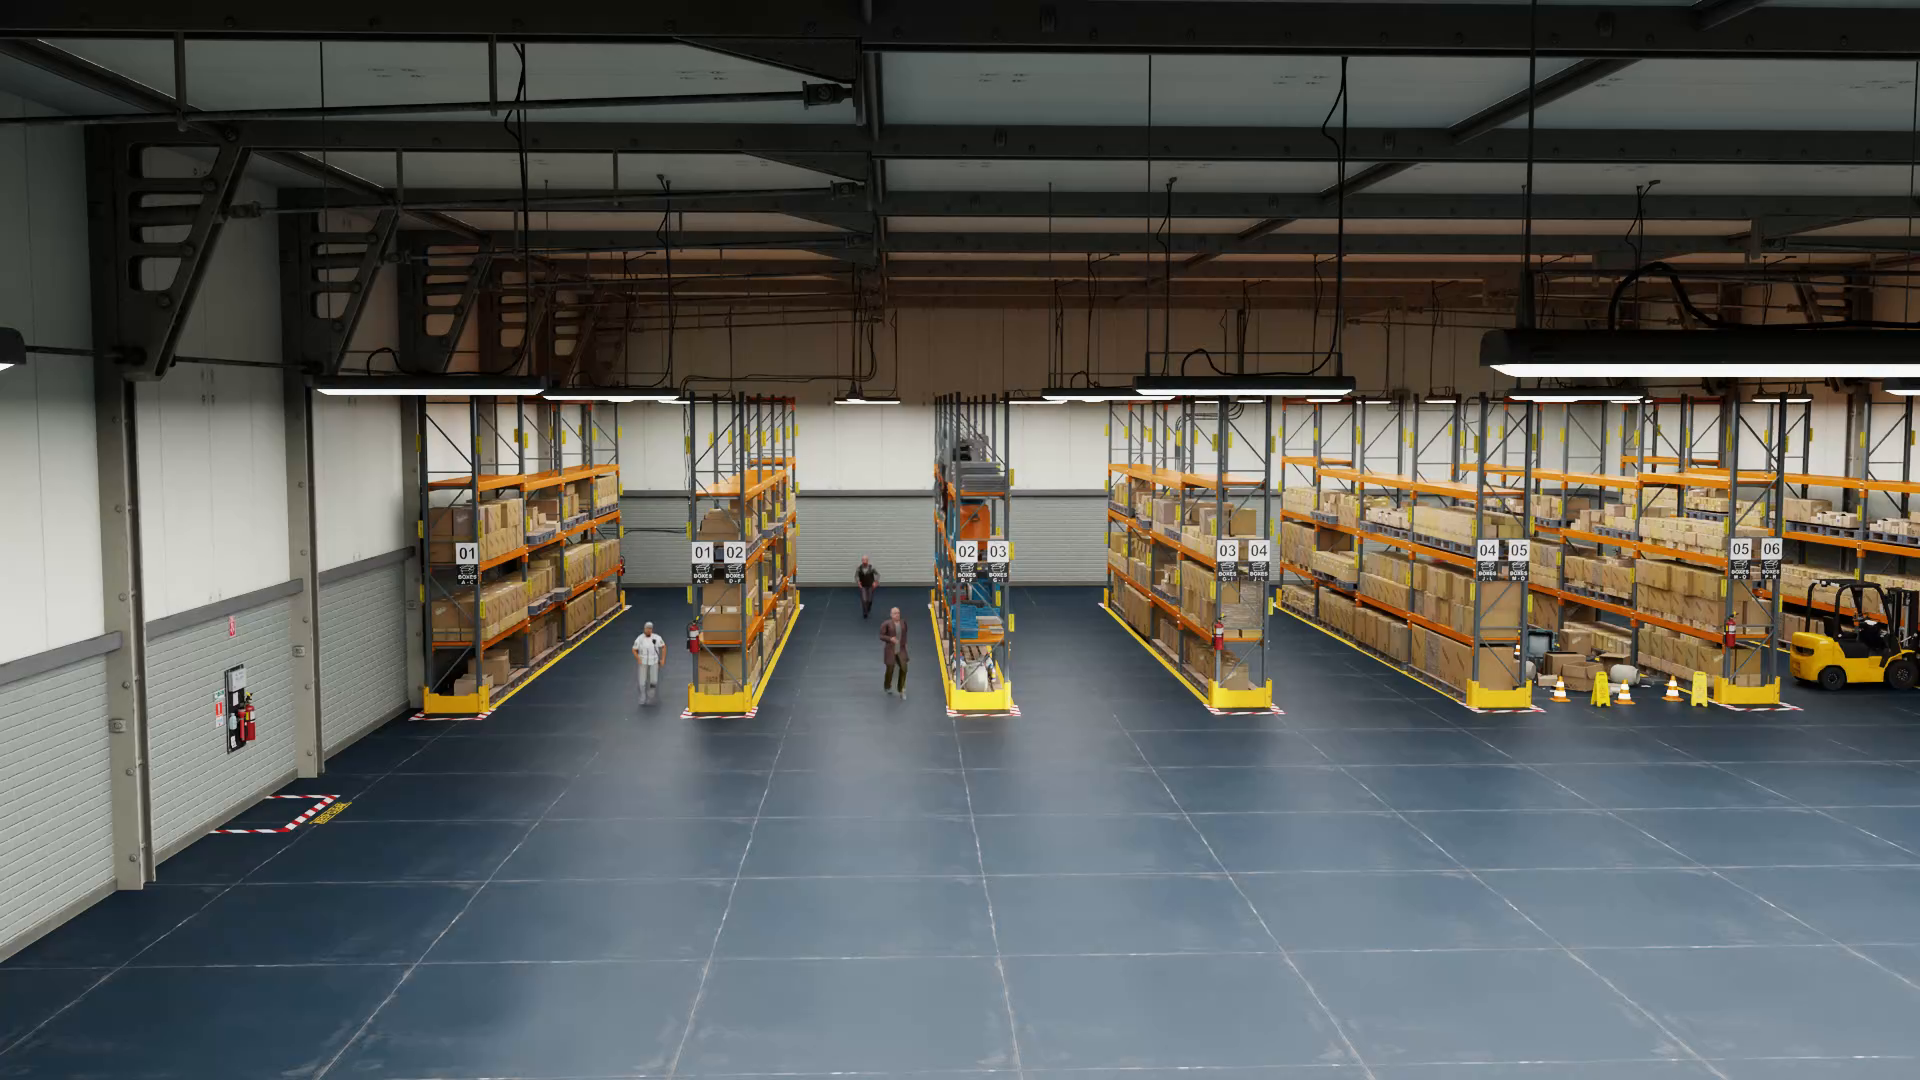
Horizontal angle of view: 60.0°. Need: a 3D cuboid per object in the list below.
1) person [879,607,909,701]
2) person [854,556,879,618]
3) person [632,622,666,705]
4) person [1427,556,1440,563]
[{"bbox_3d":[-1.292,2.327,32.672,0.640,1.636,0.907,-1,5,-18],"label":"person"},{"bbox_3d":[-2.529,1.279,45.066,0.674,1.686,0.653,0,5,1],"label":"person"},{"bbox_3d":[-5.961,2.370,31.882,0.633,1.600,0.555,-1,5,-7],"label":"person"},{"bbox_3d":[13.960,0.965,49.114,0.582,1.666,0.632,0,5,0],"label":"person"}]
